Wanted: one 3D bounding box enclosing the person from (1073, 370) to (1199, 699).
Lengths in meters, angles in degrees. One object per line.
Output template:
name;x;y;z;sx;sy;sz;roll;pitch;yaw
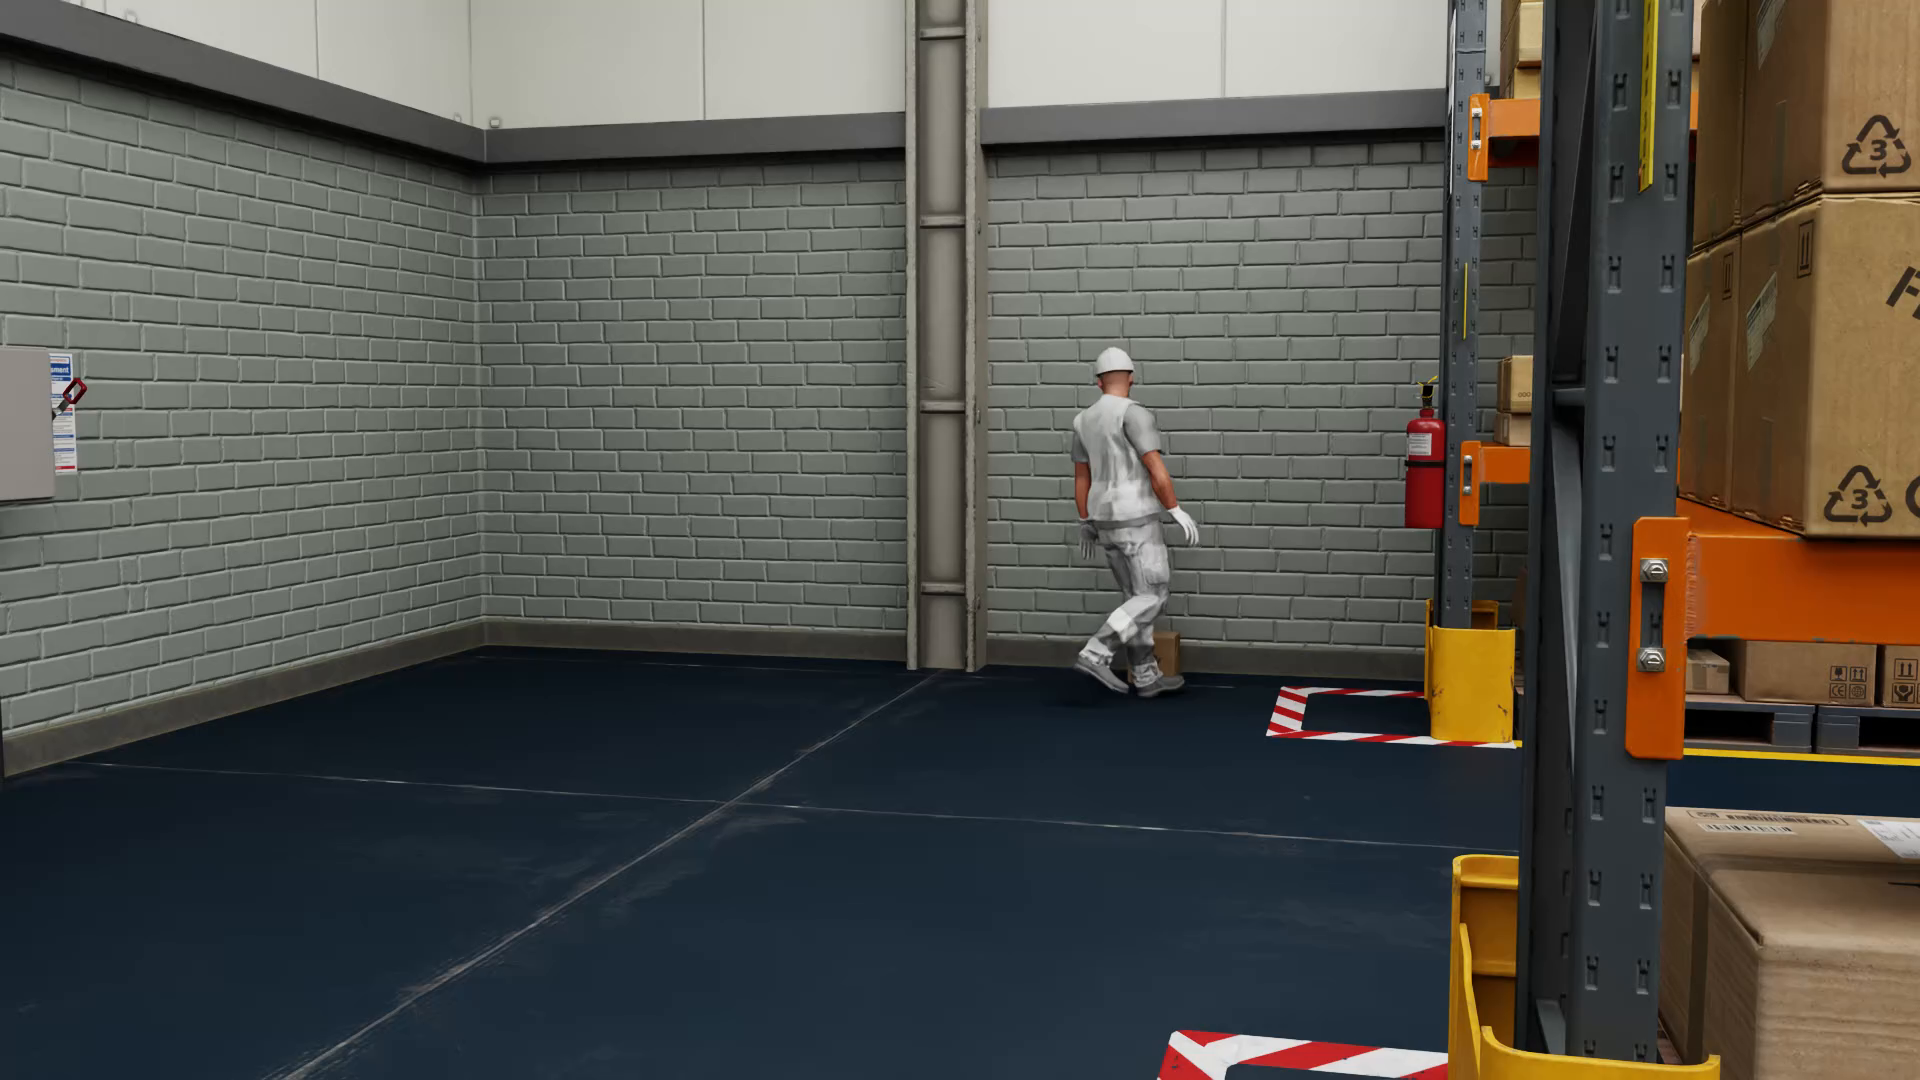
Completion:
person;0.863;-0.050;8.294;0.741;1.732;0.666;-3;6;-32
